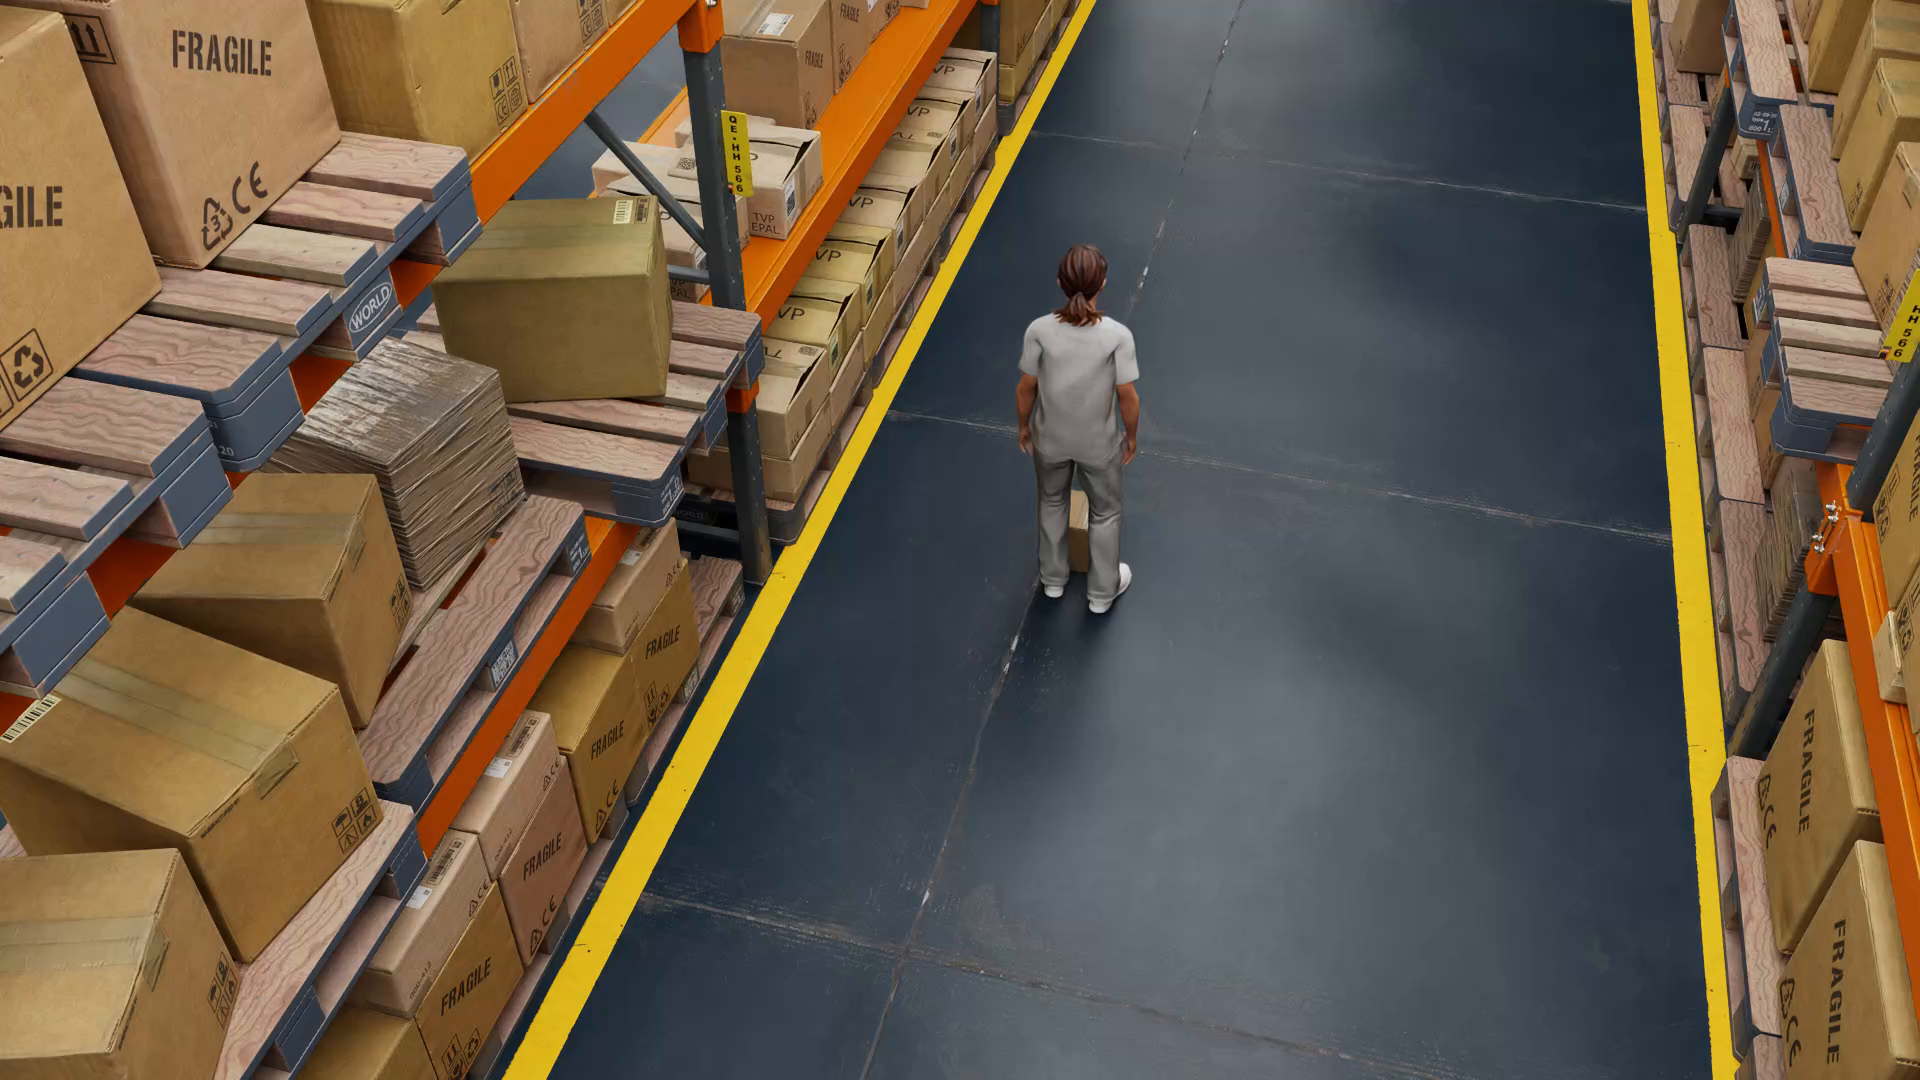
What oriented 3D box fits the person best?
[{"bbox_3d":[0.478,-0.429,6.651,0.503,1.671,0.416,8,42,9],"label":"person"}]
